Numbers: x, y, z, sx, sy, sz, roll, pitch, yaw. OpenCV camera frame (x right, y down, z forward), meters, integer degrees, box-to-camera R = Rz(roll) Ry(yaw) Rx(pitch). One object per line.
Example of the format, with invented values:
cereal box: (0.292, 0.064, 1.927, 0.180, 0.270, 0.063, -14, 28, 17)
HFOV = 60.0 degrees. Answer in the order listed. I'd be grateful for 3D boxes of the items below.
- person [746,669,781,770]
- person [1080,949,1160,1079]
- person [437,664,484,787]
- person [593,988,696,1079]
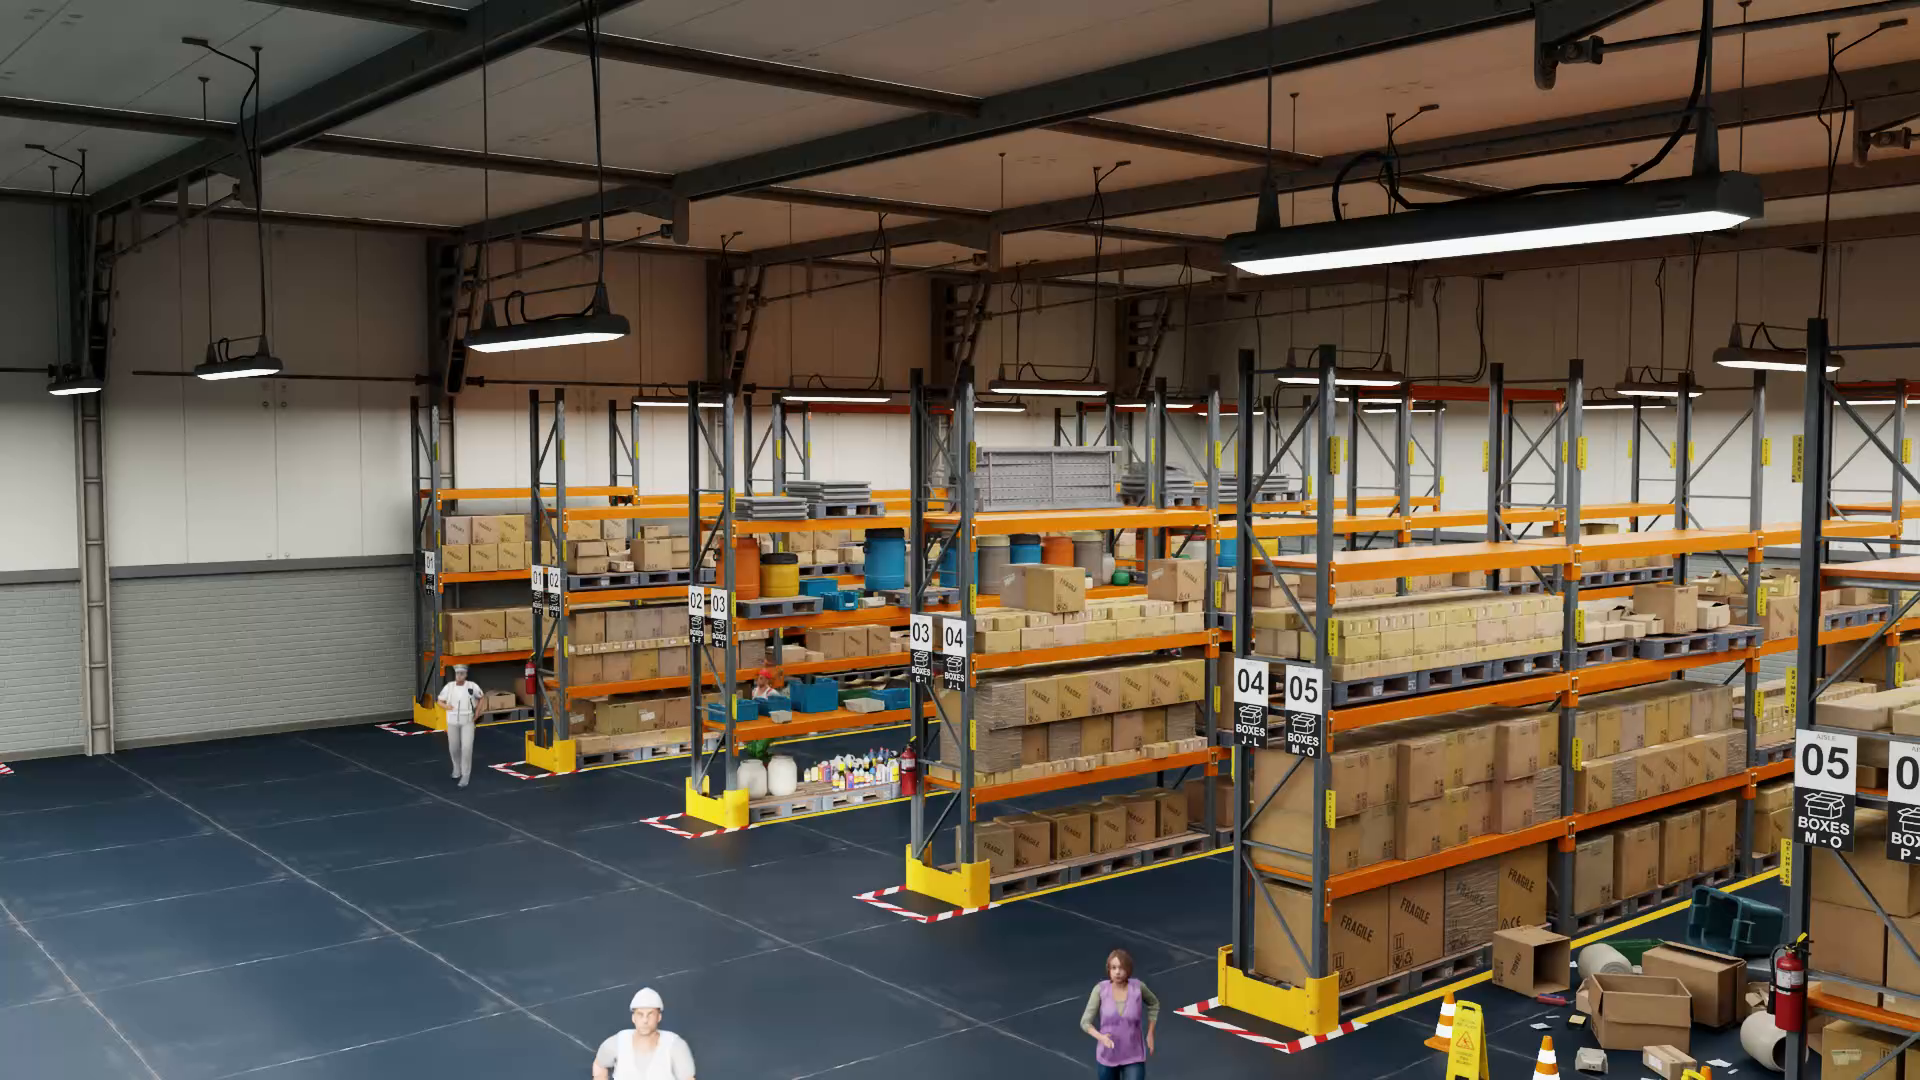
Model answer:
person: (-2.950, 2.819, 25.131, 0.657, 1.743, 0.605, 2, 4, 36)
person: (1.121, 3.673, 11.686, 0.545, 1.631, 0.800, 1, 3, 9)
person: (-7.589, 2.777, 25.230, 0.667, 1.809, 0.871, 0, 3, -6)
person: (-1.946, 3.664, 10.247, 0.640, 1.790, 0.709, -1, 3, -11)
